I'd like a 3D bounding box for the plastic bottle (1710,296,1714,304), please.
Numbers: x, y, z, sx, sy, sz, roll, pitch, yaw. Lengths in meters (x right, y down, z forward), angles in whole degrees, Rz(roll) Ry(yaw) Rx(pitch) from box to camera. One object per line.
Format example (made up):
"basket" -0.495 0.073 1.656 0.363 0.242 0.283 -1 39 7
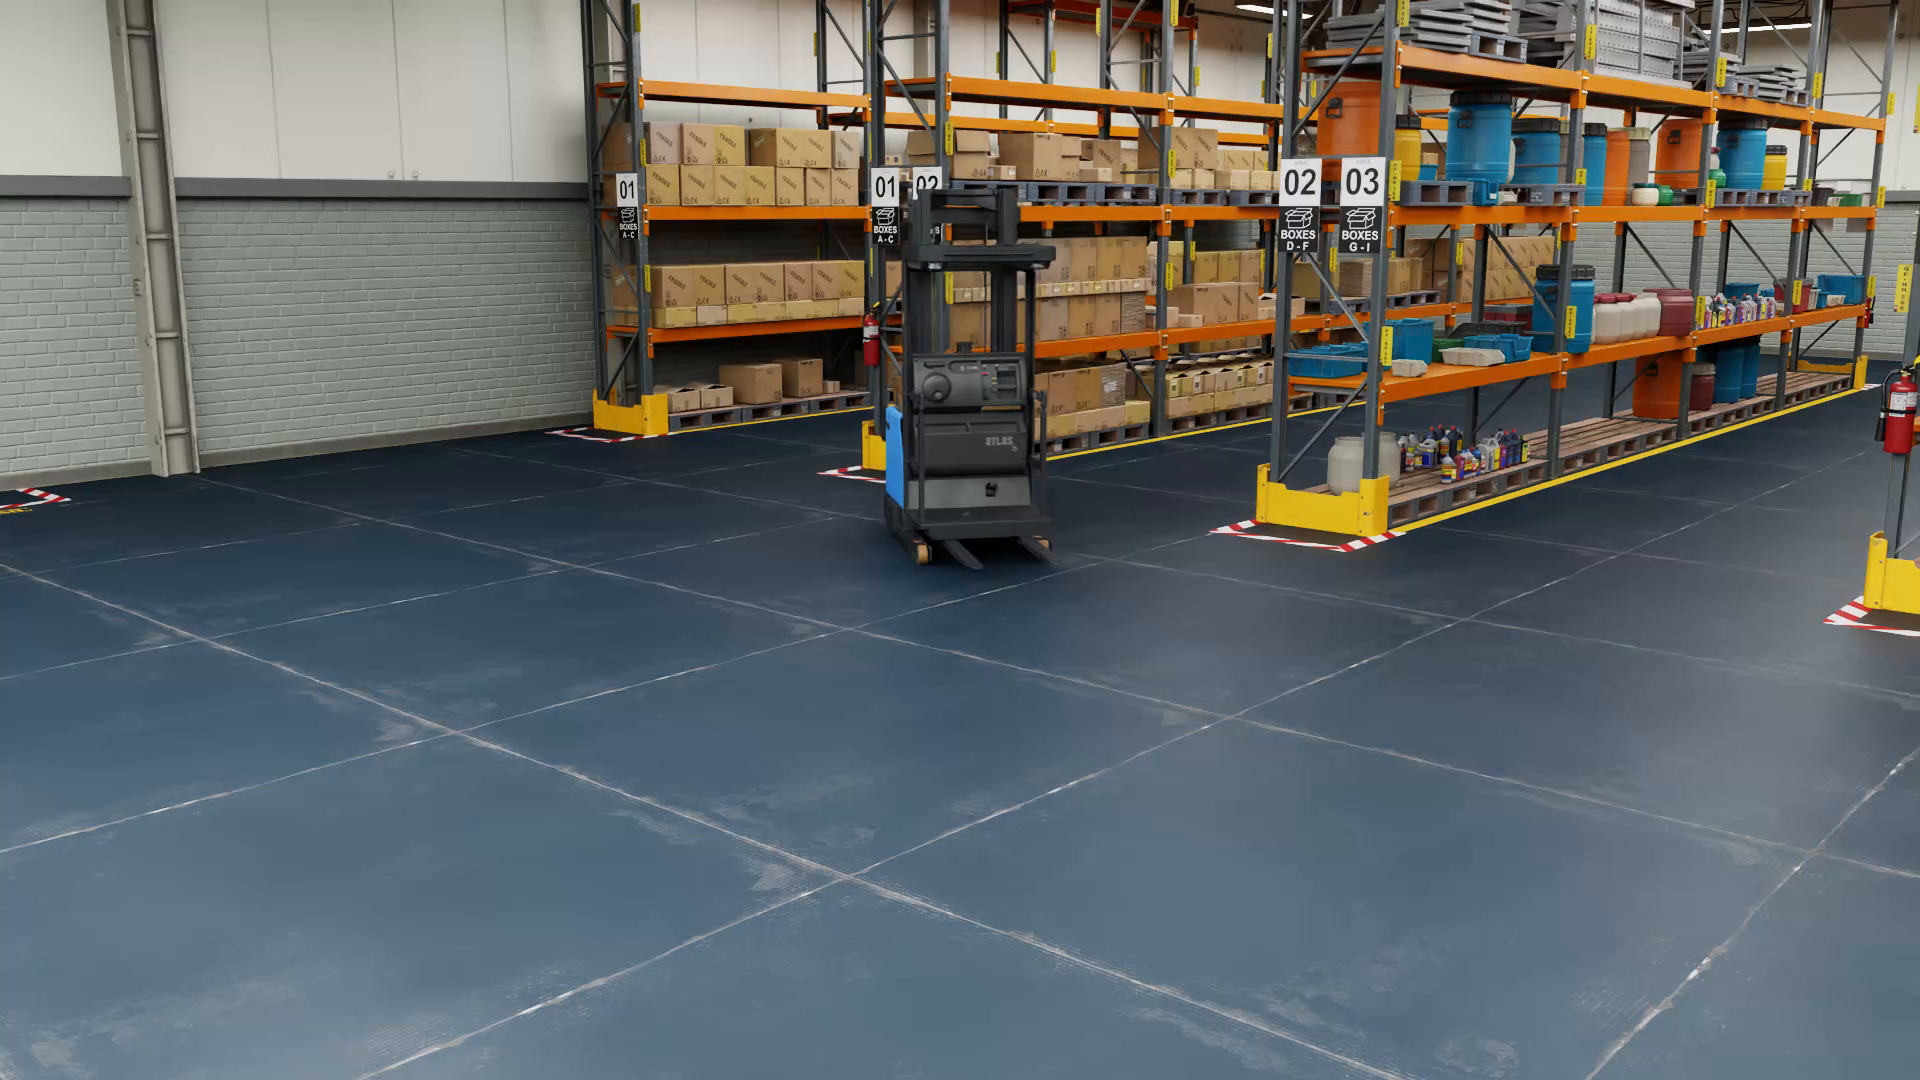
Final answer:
"plastic bottle" 10.466 -3.266 23.202 0.061 0.283 0.133 10 15 40

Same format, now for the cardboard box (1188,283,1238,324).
"cardboard box" 3.315 -3.117 21.902 0.500 0.500 0.500 10 15 40

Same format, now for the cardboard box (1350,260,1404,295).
"cardboard box" 6.278 -3.970 25.100 0.700 0.500 0.500 6 13 26

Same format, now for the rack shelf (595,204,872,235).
"rack shelf" -2.927 -4.269 22.107 1.077 0.370 4.000 10 15 40

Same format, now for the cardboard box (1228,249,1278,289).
"cardboard box" 5.514 -5.173 31.688 0.980 0.700 0.700 10 15 40

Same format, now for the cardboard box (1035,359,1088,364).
"cardboard box" 1.252 -1.929 20.242 0.500 0.500 0.500 10 15 40

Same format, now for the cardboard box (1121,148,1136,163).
"cardboard box" 2.642 -6.530 28.296 0.500 0.250 0.500 9 15 39

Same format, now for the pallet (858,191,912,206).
"pallet" -1.119 -4.901 23.914 1.213 0.211 1.003 10 15 40

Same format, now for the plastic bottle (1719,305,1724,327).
"plastic bottle" 9.647 -2.847 21.136 0.097 0.271 0.097 0 11 0

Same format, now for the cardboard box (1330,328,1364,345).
"cardboard box" 5.905 -3.080 25.316 0.500 0.250 0.500 9 15 39

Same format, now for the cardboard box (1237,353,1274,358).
"cardboard box" 4.191 -2.488 23.523 0.500 0.311 0.500 10 15 42

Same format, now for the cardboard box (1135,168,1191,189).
"cardboard box" 2.531 -4.498 20.727 0.500 0.250 0.500 -10 15 -42

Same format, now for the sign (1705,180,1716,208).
"sign" 8.894 -4.103 19.702 0.100 0.325 0.005 10 15 40

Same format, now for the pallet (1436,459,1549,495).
"pallet" 5.361 -0.704 17.196 1.003 0.211 1.213 10 15 40

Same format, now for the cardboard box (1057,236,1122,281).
"cardboard box" 1.496 -3.350 19.759 0.700 0.500 0.500 10 15 40

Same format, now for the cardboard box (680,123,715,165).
"cardboard box" -3.441 -4.970 20.917 0.500 0.500 0.500 10 15 40

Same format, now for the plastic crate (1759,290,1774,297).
"plastic crate" 12.279 -3.646 25.080 0.416 0.233 0.300 10 15 40

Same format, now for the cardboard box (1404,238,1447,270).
"cardboard box" 7.537 -4.630 26.925 0.500 0.500 0.500 10 15 41

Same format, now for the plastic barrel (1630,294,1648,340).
"plastic barrel" 7.679 -2.567 19.119 0.421 0.512 0.421 0 11 0

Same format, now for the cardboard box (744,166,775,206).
"cardboard box" -2.780 -4.637 21.802 0.500 0.500 0.500 11 16 44

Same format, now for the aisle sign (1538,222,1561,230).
"aisle sign" 10.314 -5.816 29.036 0.394 0.787 0.004 10 15 40

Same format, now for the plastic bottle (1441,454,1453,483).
"plastic bottle" 4.626 -0.680 15.802 0.097 0.271 0.097 0 11 0

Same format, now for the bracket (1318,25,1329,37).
"bracket" 7.440 -10.320 33.716 0.235 0.232 0.430 10 15 40

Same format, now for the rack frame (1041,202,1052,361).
"rack frame" 1.034 -4.034 26.750 1.000 3.000 0.127 10 15 40

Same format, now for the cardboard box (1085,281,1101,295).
"cardboard box" 1.425 -2.955 19.439 0.380 0.149 0.250 10 15 40

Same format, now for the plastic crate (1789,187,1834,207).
"plastic crate" 12.142 -4.896 23.740 0.497 0.269 0.590 10 15 40

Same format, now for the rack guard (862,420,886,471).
"rack guard" -0.539 -0.988 17.880 1.175 0.500 0.348 10 15 40

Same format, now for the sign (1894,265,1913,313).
"sign" 6.512 -1.733 11.467 0.100 0.325 0.005 10 15 40

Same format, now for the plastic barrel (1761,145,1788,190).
"plastic barrel" 10.666 -4.950 22.126 0.600 0.588 0.600 0 11 0

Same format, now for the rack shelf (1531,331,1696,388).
"rack shelf" 7.156 -2.106 18.934 1.077 0.370 4.000 10 15 40

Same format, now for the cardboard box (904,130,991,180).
"cardboard box" -0.141 -4.097 17.715 0.637 0.503 0.797 -11 16 -44

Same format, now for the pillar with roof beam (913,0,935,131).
"pillar with roof beam" 2.760 -6.340 22.978 9.100 9.000 0.400 10 15 40

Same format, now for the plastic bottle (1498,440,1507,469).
"plastic bottle" 5.424 -0.859 16.664 0.133 0.283 0.061 -11 16 -44

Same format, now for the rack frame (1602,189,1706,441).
"rack frame" 8.476 -2.753 20.337 1.000 3.000 0.127 10 15 40

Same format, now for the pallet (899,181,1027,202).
"pallet" -0.037 -3.745 17.872 1.003 0.211 1.213 10 15 40

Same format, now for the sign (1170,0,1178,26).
"sign" 2.518 -6.208 19.527 0.100 0.325 0.005 10 15 40

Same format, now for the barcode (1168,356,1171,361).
"barcode" 2.598 -2.250 20.626 0.001 0.075 0.075 10 15 40

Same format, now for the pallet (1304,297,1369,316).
"pallet" 5.152 -3.409 24.109 1.213 0.211 1.003 10 15 40

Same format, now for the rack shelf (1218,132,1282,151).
"rack shelf" 4.995 -7.310 30.692 1.077 0.370 4.000 10 15 40

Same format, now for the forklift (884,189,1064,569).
"forklift" 0.126 -1.316 13.319 1.130 2.935 3.031 -2 12 -11

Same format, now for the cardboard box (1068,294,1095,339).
"cardboard box" 1.151 -2.637 19.499 0.700 0.500 0.500 10 15 41

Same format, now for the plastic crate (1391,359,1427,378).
"plastic crate" 4.027 -1.537 14.920 0.298 0.136 0.250 10 15 40

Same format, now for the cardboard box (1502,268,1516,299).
"cardboard box" 8.941 -4.295 27.803 0.500 0.500 0.500 9 15 40

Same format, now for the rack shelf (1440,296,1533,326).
"rack shelf" 8.718 -3.924 28.036 1.077 0.370 4.000 10 15 40

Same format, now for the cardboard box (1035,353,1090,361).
"cardboard box" 1.618 -3.277 27.376 0.750 0.750 0.750 10 15 40

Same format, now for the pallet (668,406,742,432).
"pallet" -3.634 -1.616 21.761 1.003 0.211 1.213 10 15 40

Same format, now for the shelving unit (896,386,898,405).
"shelving unit" -0.470 -0.781 15.054 0.189 1.200 0.258 -1 11 0

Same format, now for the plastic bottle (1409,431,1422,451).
"plastic bottle" 4.586 -0.926 16.828 0.144 0.351 0.185 10 15 40

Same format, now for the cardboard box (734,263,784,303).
"cardboard box" -2.695 -3.416 22.075 0.500 0.500 0.500 10 15 42

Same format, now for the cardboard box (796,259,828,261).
"cardboard box" -2.074 -3.707 23.532 0.500 0.500 0.500 9 15 39

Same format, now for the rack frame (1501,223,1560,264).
"rack frame" 10.038 -4.571 29.439 1.000 3.000 0.127 10 15 40

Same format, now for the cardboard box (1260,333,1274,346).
"cardboard box" 5.598 -4.002 31.897 0.700 0.500 0.500 10 15 40

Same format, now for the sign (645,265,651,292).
"sign" -3.839 -3.211 20.421 0.100 0.325 0.005 10 15 40

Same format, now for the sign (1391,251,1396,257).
"sign" 6.985 -4.476 26.753 0.100 0.325 0.005 10 15 40

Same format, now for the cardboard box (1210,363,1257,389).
"cardboard box" 3.591 -2.193 22.049 0.500 0.311 0.500 10 15 42

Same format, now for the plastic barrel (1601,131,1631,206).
"plastic barrel" 7.339 -4.246 19.055 0.600 0.830 0.708 10 15 40

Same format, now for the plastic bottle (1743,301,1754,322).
"plastic bottle" 10.436 -3.033 22.056 0.152 0.276 0.135 10 15 40
